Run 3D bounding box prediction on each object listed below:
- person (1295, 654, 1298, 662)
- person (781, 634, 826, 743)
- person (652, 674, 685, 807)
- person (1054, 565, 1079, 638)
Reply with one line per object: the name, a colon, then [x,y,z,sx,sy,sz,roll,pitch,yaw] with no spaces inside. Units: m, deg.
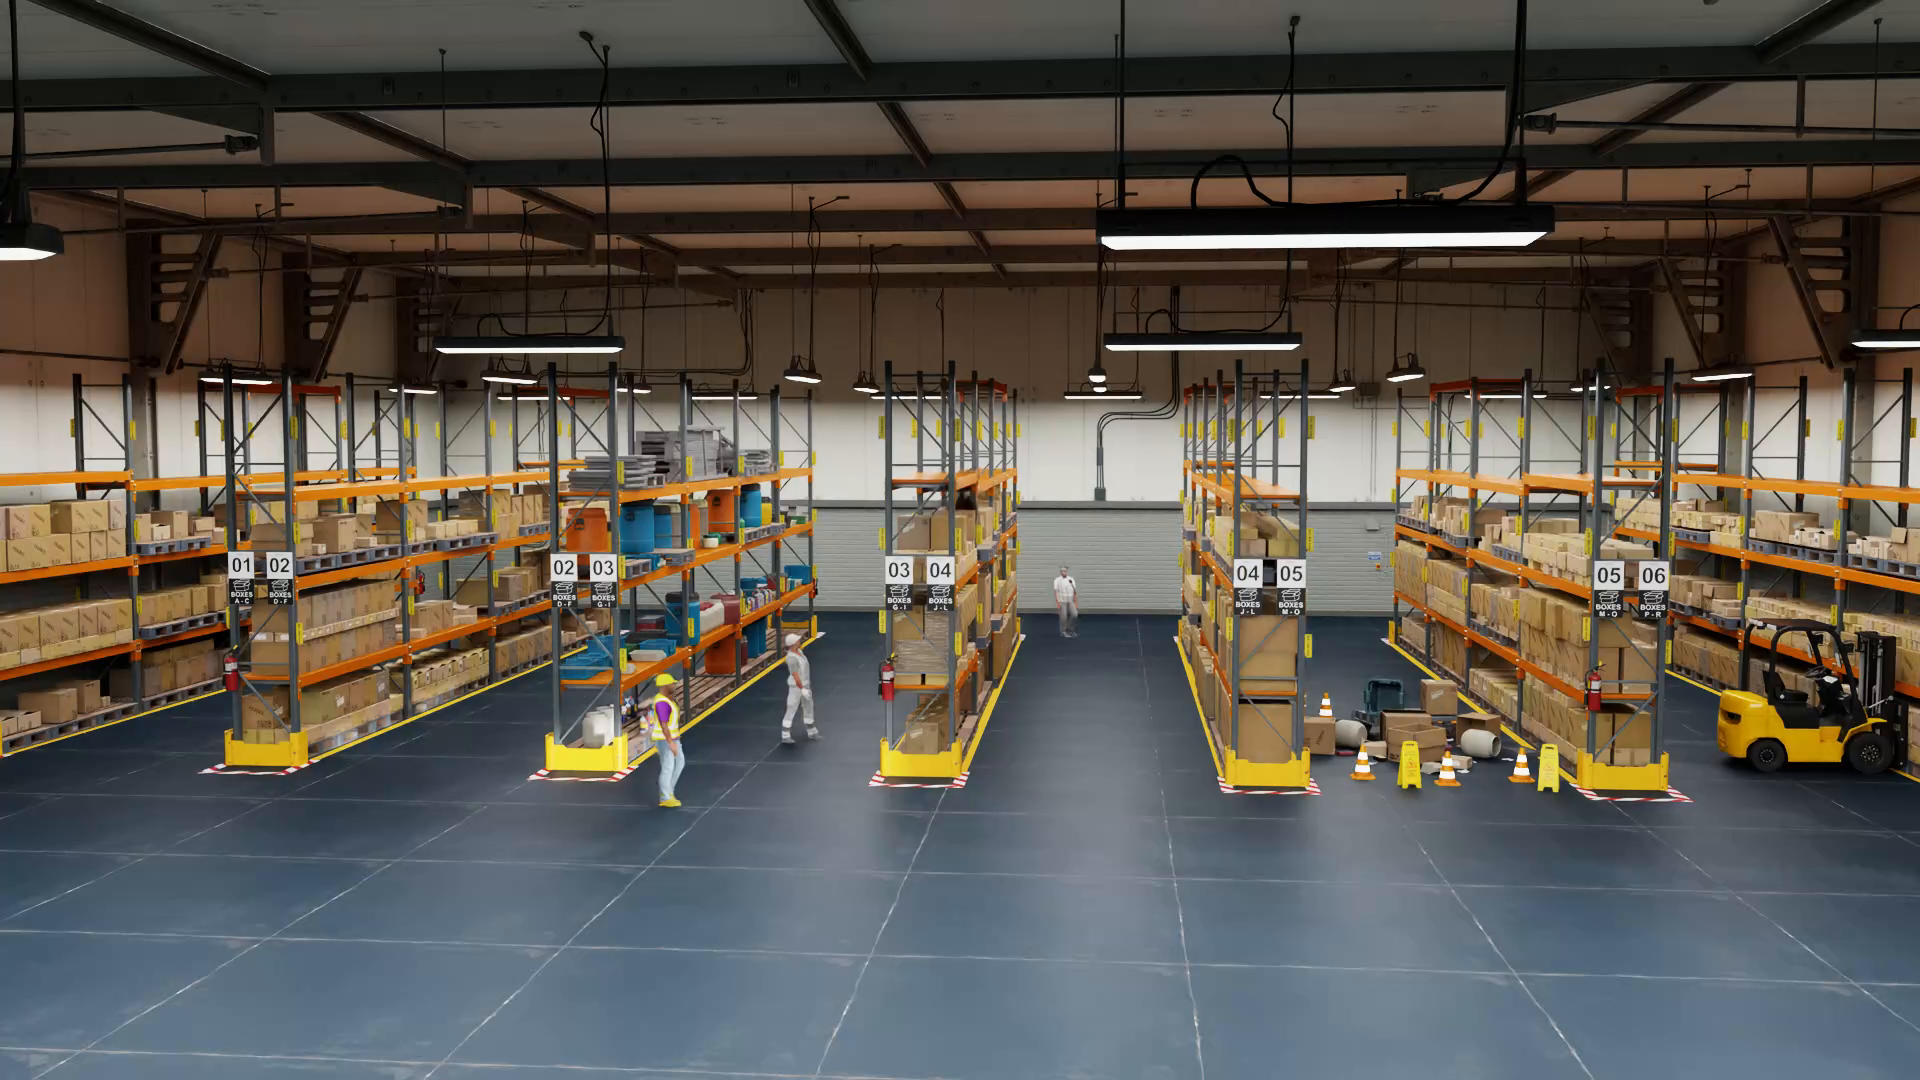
person: [7.223,1.777,35.934,0.374,1.726,0.605,1,4,11]
person: [-2.534,2.375,26.680,0.566,1.789,0.703,1,4,18]
person: [-3.900,2.684,22.232,0.447,1.806,0.626,0,4,7]
person: [2.569,1.499,40.005,0.592,1.781,0.505,-2,4,-28]
